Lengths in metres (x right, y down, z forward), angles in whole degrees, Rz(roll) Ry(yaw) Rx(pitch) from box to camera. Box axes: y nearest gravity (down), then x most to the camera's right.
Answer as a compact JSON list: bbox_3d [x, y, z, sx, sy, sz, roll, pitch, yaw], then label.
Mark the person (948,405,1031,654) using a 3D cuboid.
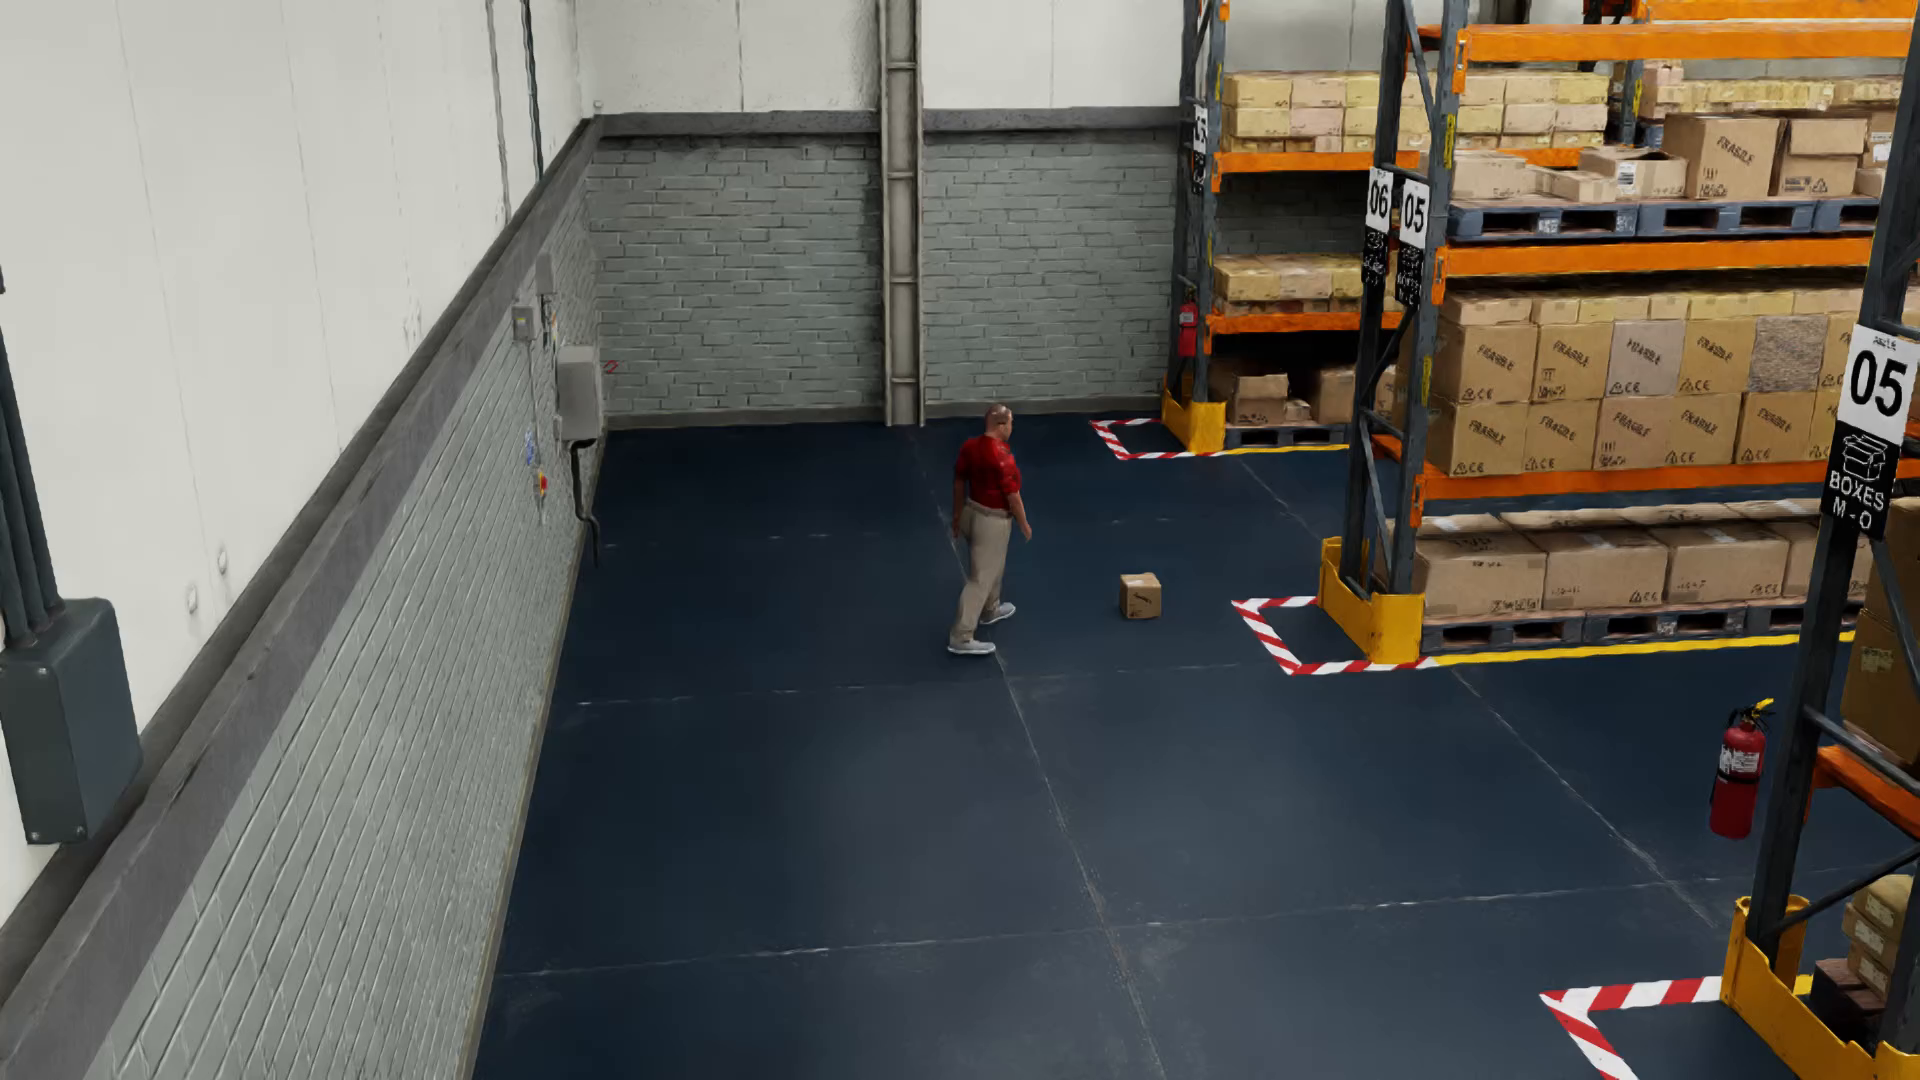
[{"bbox_3d":[0.182,-0.116,11.453,0.789,1.679,0.632,-11,23,-28],"label":"person"}]
